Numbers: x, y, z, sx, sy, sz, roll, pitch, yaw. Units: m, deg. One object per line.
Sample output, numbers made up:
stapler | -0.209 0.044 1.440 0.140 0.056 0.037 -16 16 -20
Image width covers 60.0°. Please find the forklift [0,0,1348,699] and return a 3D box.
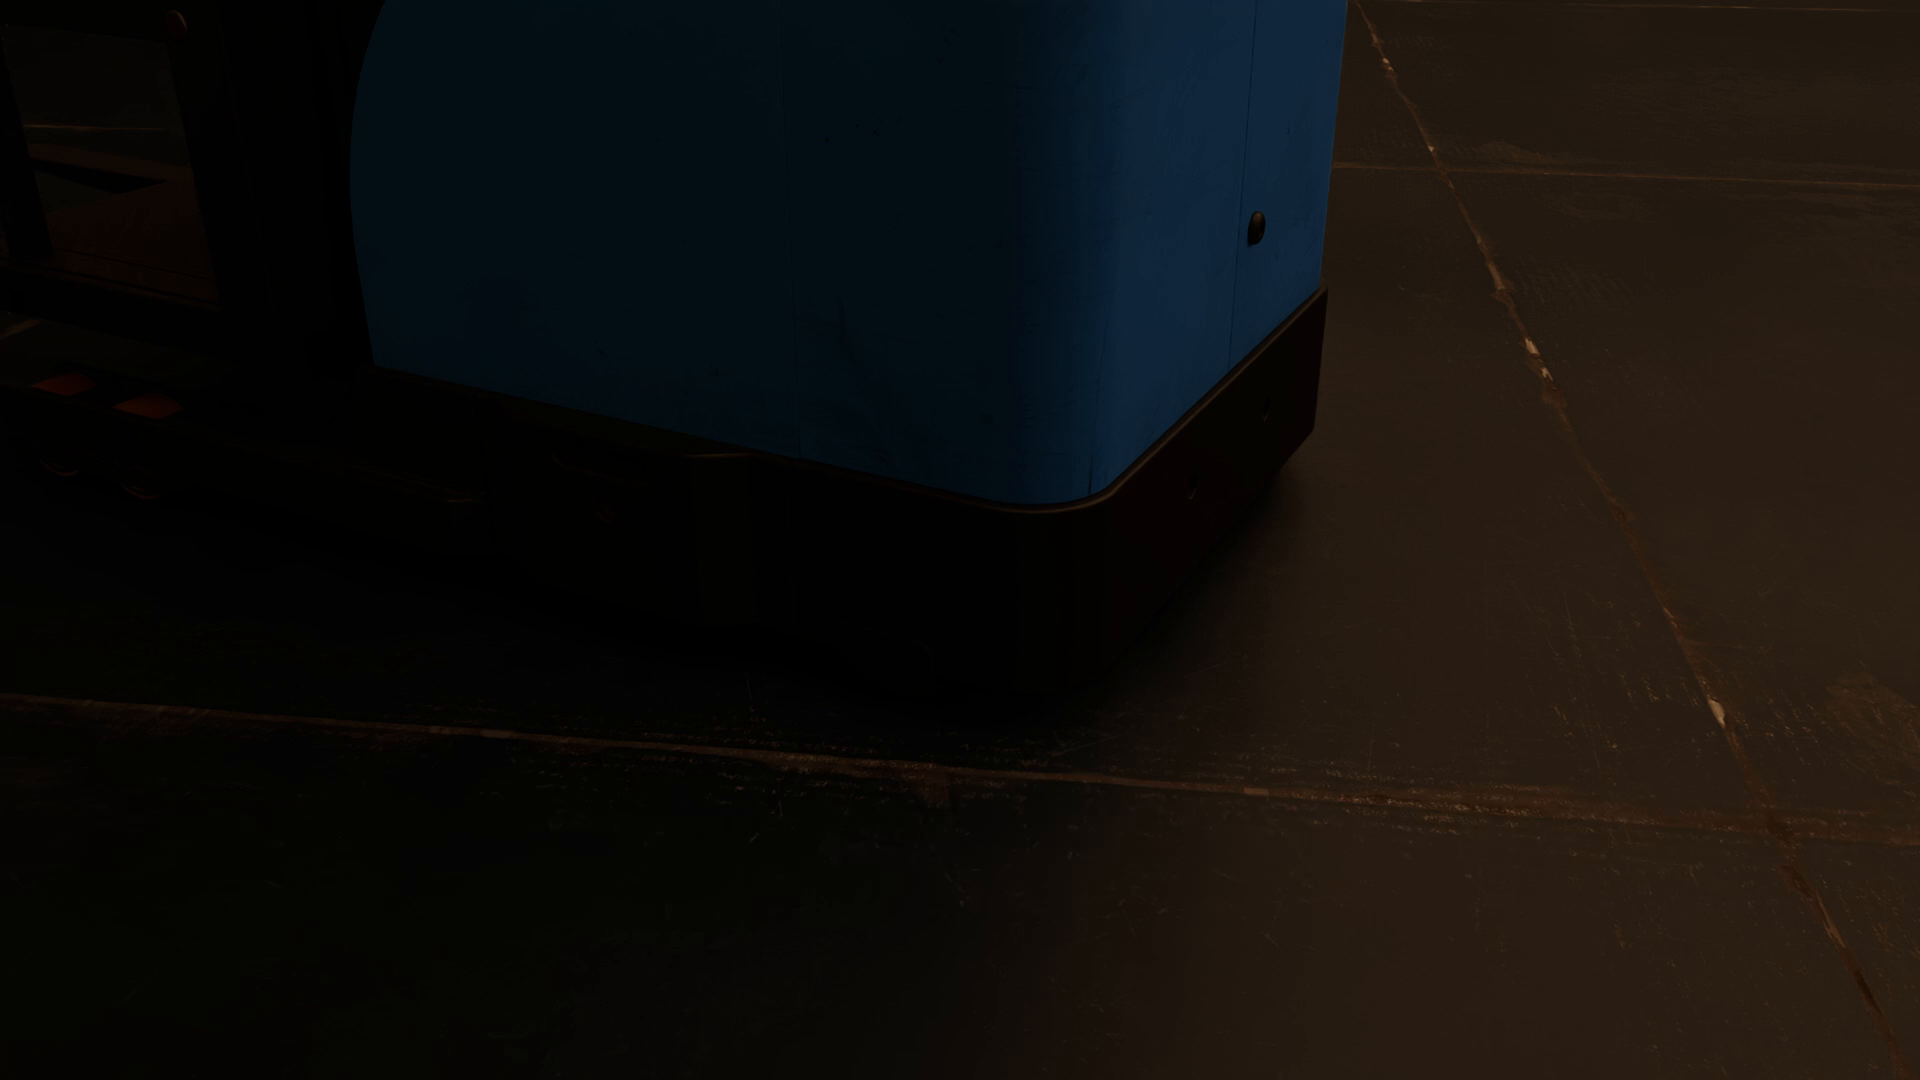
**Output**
forklift | -0.969 -1.568 2.359 3.031 2.935 1.130 13 29 25
